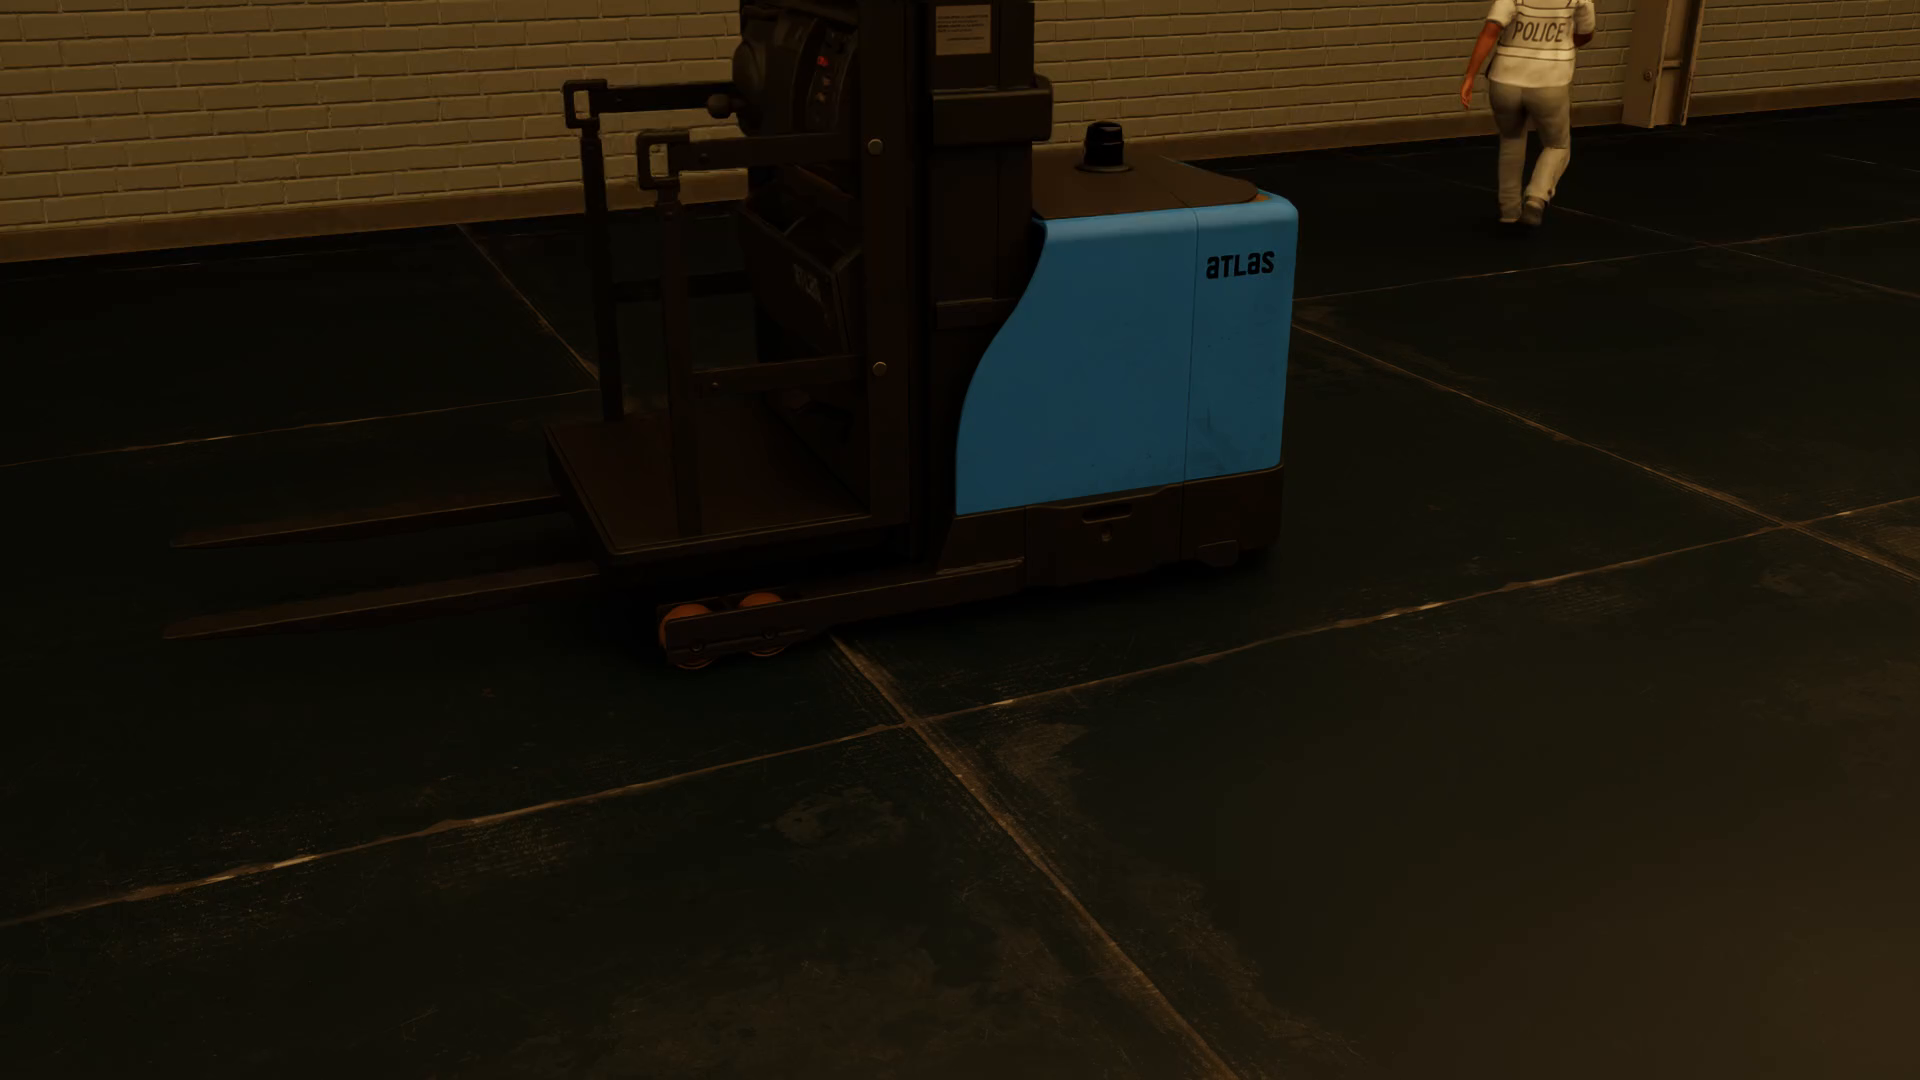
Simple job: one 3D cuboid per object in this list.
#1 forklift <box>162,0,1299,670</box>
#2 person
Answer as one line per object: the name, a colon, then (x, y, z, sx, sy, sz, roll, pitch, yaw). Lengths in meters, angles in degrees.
forklift: (-0.621, -1.248, 4.291, 3.031, 2.935, 1.130, -9, 24, -20)
person: (3.082, -2.481, 9.022, 0.583, 1.596, 0.671, 12, 25, 27)
